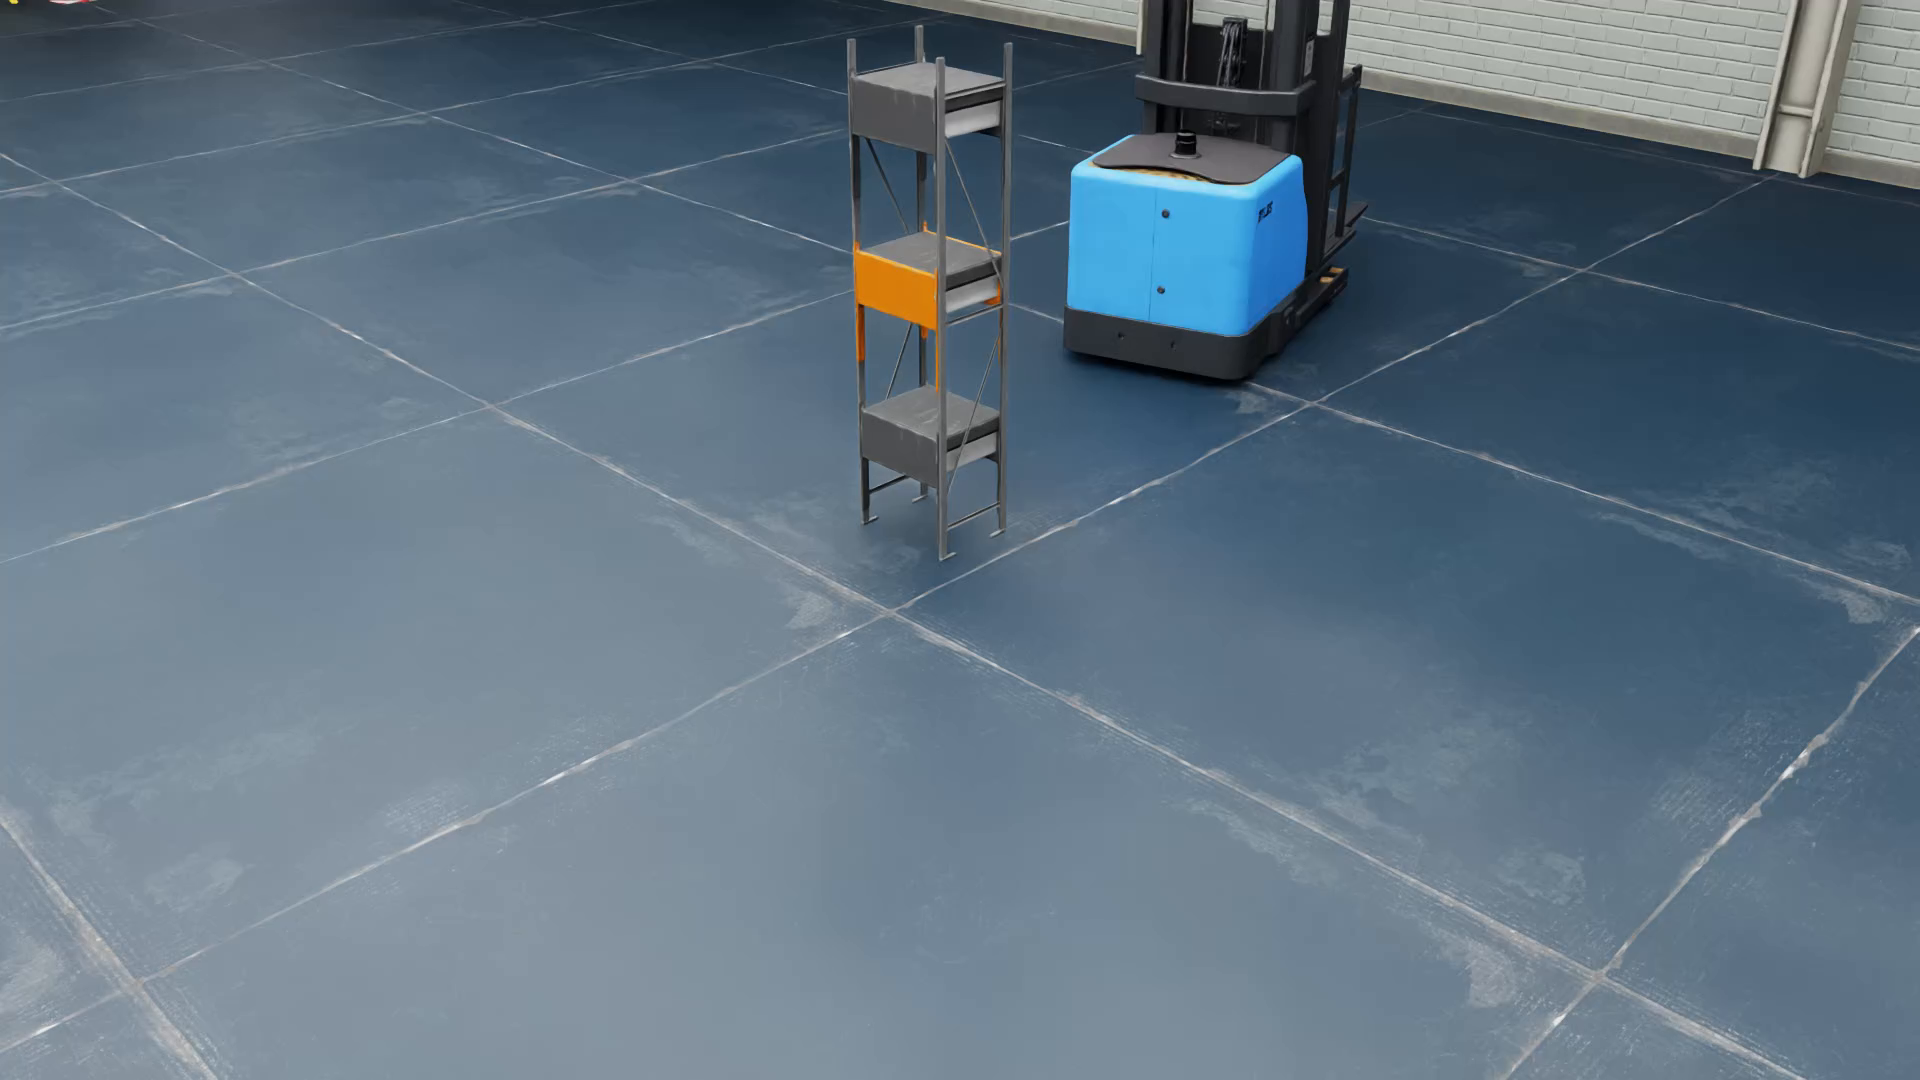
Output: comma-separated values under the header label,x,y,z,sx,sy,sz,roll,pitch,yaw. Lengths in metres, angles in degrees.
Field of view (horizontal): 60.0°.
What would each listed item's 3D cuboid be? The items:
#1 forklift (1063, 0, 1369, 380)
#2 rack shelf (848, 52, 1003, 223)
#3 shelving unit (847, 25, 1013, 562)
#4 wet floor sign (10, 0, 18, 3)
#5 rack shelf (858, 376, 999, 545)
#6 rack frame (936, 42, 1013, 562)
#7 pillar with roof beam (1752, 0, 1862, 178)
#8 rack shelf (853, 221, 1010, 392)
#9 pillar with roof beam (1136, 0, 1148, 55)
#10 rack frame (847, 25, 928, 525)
label,x,y,z,sx,sy,sz,roll,pitch,yaw
forklift,1.701,-2.790,9.407,1.130,2.935,3.031,14,31,25
rack shelf,-0.118,-1.591,6.545,0.480,0.518,0.431,25,36,38
shelving unit,-0.118,-0.983,6.864,0.503,2.100,0.431,25,36,38
wet floor sign,-10.811,-6.370,18.670,0.267,0.644,0.232,-13,30,-22
rack shelf,-0.118,-0.352,7.196,0.480,0.518,0.431,25,36,38
rack frame,0.056,-0.904,6.713,0.015,2.100,0.400,25,36,38
pillar with roof beam,3.234,-5.357,7.769,0.400,9.000,9.100,25,36,38
rack shelf,-0.118,-0.971,6.870,0.480,0.518,0.431,25,36,38
pillar with roof beam,-1.044,-7.315,11.492,0.400,9.000,9.100,25,36,38
rack frame,-0.292,-1.063,7.015,0.015,2.100,0.400,25,36,38
